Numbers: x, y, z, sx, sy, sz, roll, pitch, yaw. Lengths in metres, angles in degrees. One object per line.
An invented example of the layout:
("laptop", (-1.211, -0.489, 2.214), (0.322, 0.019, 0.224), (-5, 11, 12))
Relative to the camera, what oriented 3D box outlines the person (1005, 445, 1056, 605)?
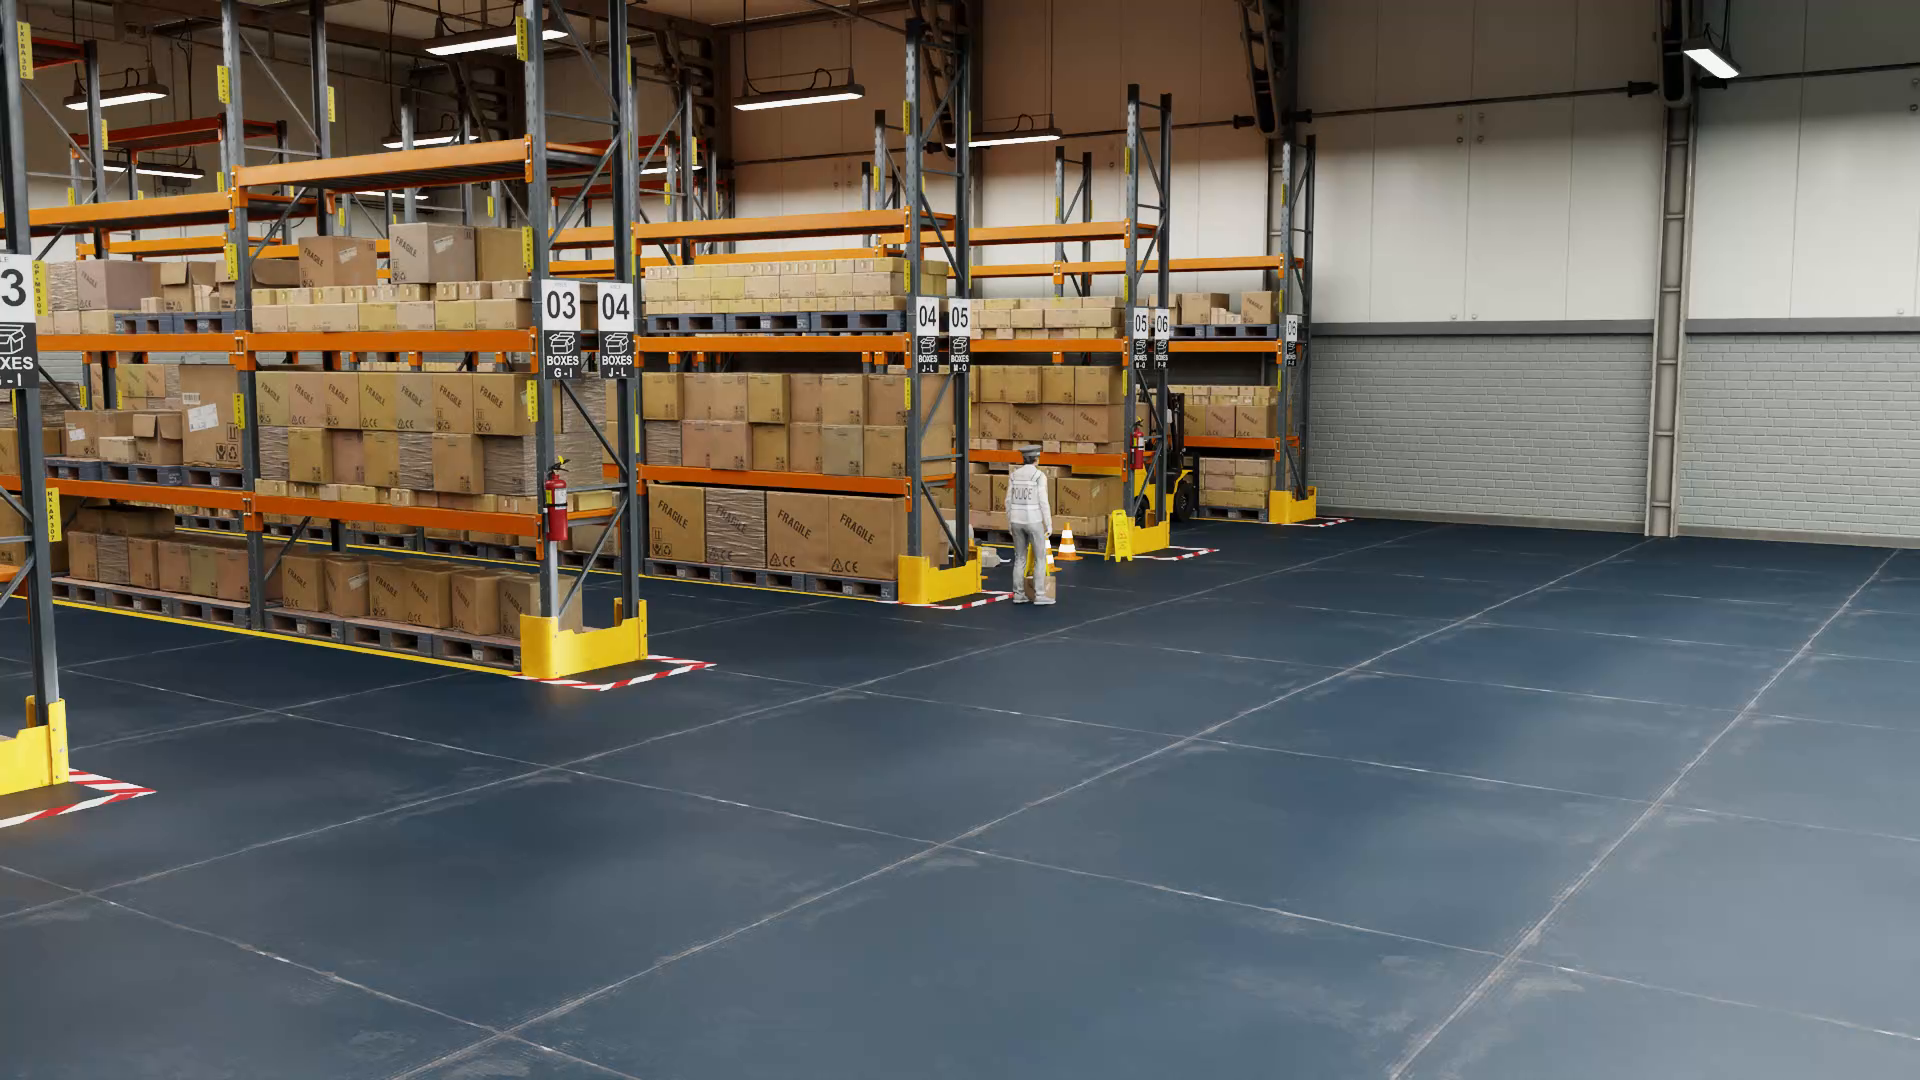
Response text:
("person", (0.723, -0.159, 17.401), (0.526, 1.663, 0.376), (4, 8, 33))
